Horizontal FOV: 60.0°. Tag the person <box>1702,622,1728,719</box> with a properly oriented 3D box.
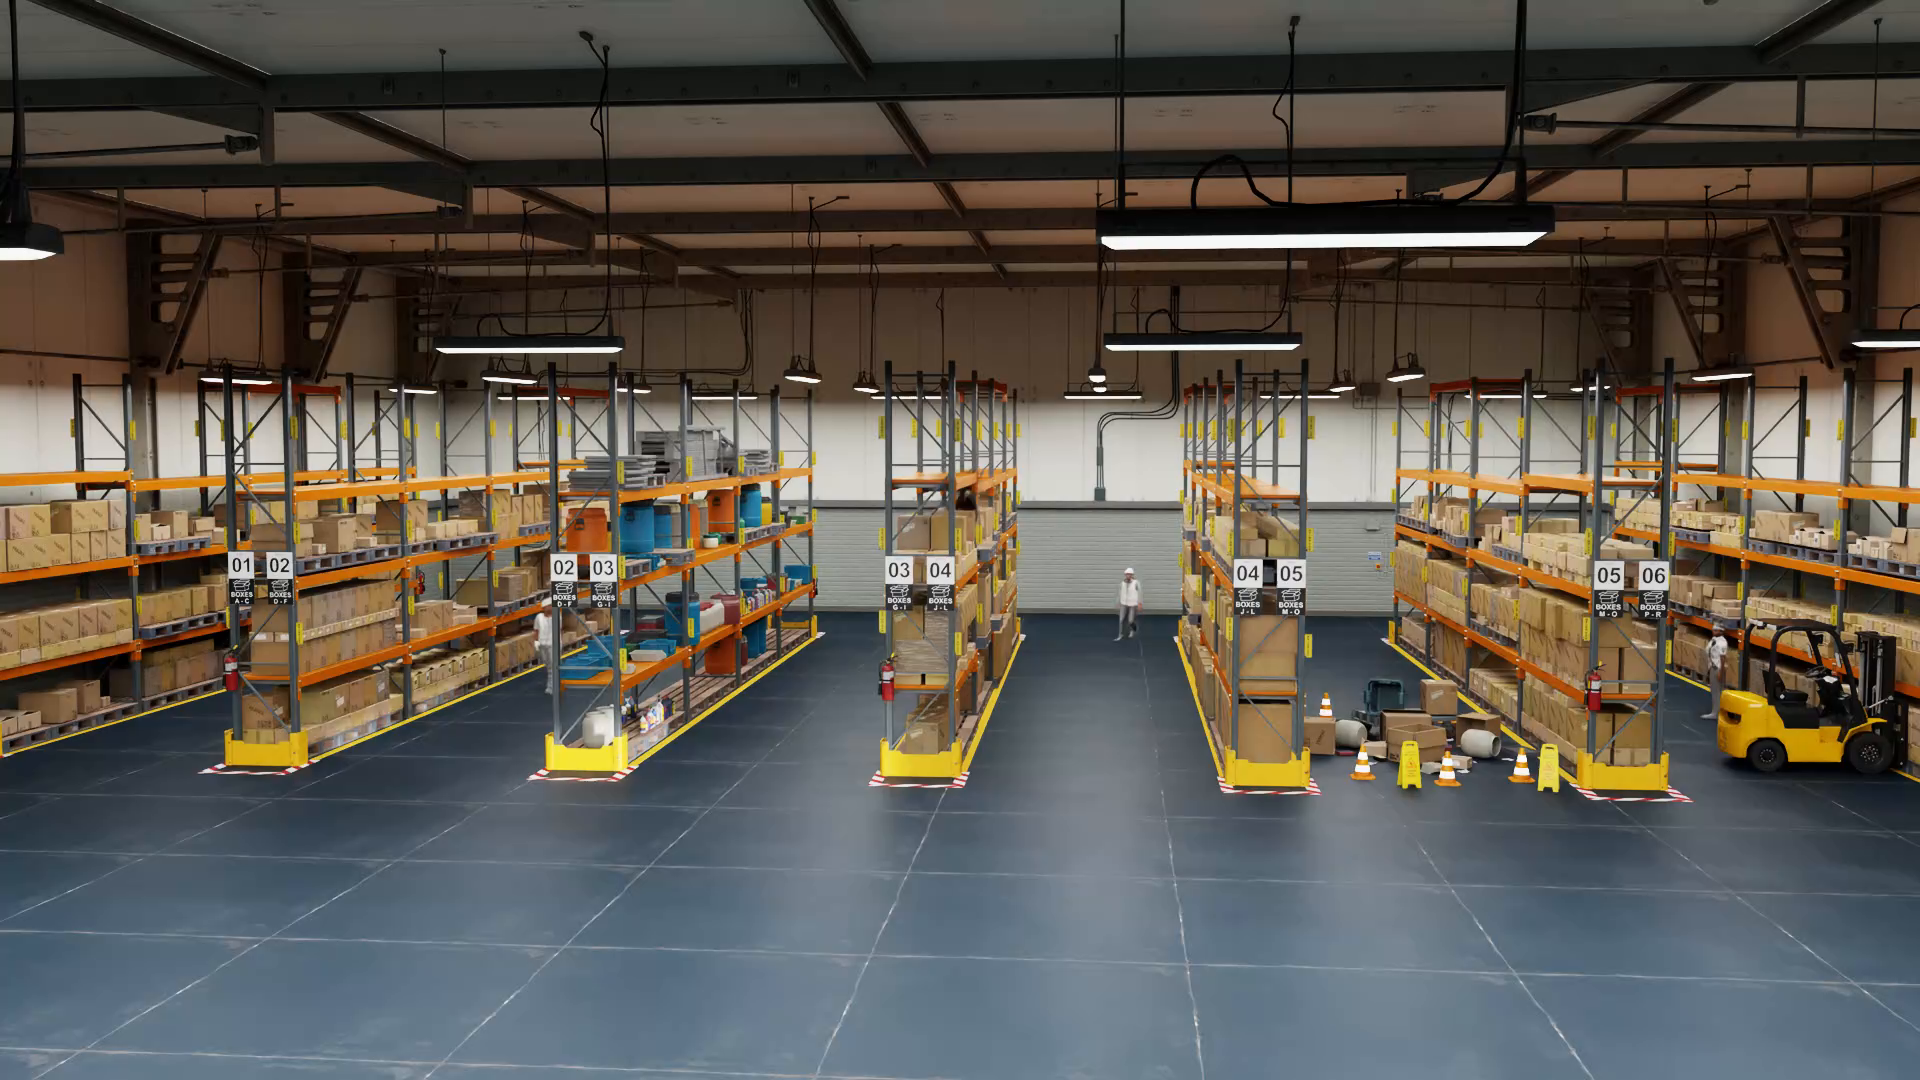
[{"bbox_3d":[13.179,2.267,28.922,0.410,1.690,0.486,2,4,31],"label":"person"}]

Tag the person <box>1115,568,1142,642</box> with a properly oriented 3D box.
[{"bbox_3d":[4.037,1.533,39.580,0.636,1.746,0.531,1,4,18],"label":"person"}]

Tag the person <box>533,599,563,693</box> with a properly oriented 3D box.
[{"bbox_3d":[-7.921,2.005,31.843,0.491,1.743,0.940,1,4,9],"label":"person"}]
